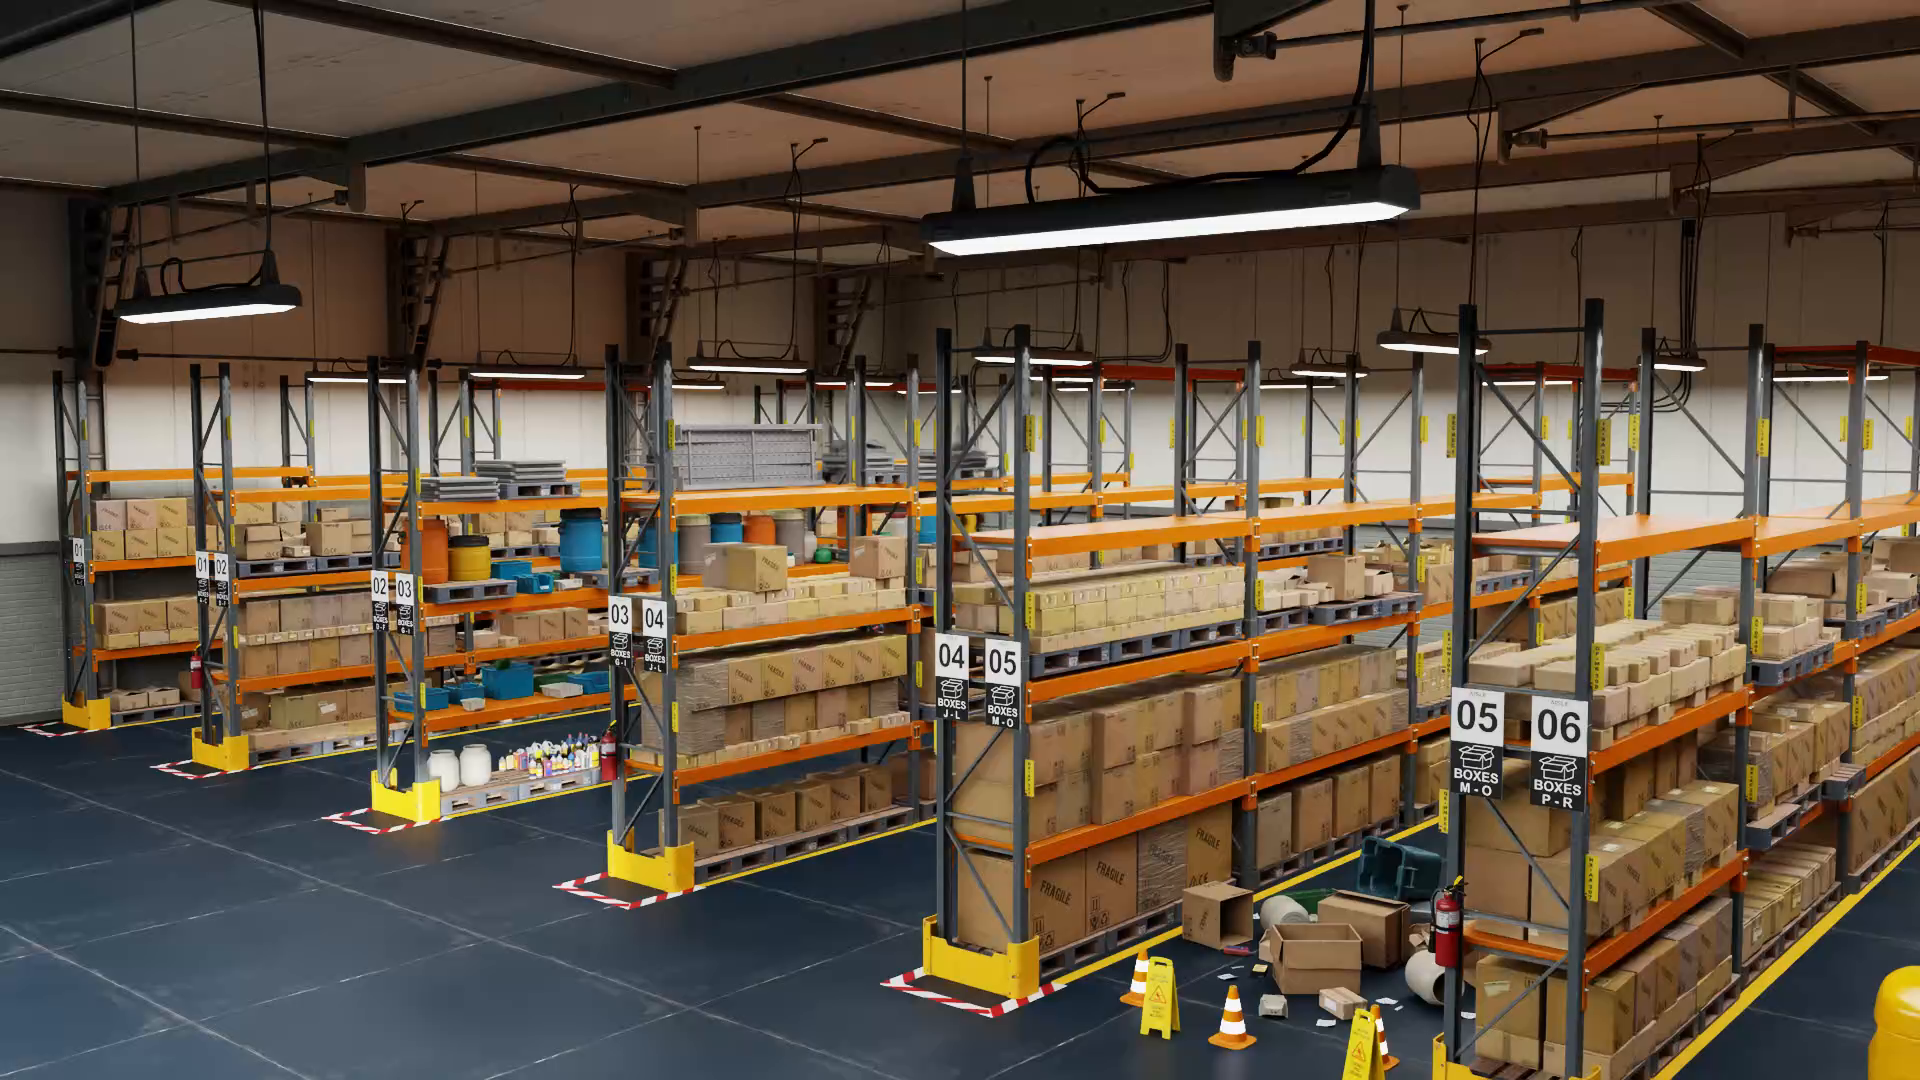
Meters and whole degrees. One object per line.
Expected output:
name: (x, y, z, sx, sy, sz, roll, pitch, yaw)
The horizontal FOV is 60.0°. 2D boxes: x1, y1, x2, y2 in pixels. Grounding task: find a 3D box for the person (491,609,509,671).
person: (-8.373, 2.078, 30.449, 0.633, 1.848, 0.793, 4, 6, 42)
